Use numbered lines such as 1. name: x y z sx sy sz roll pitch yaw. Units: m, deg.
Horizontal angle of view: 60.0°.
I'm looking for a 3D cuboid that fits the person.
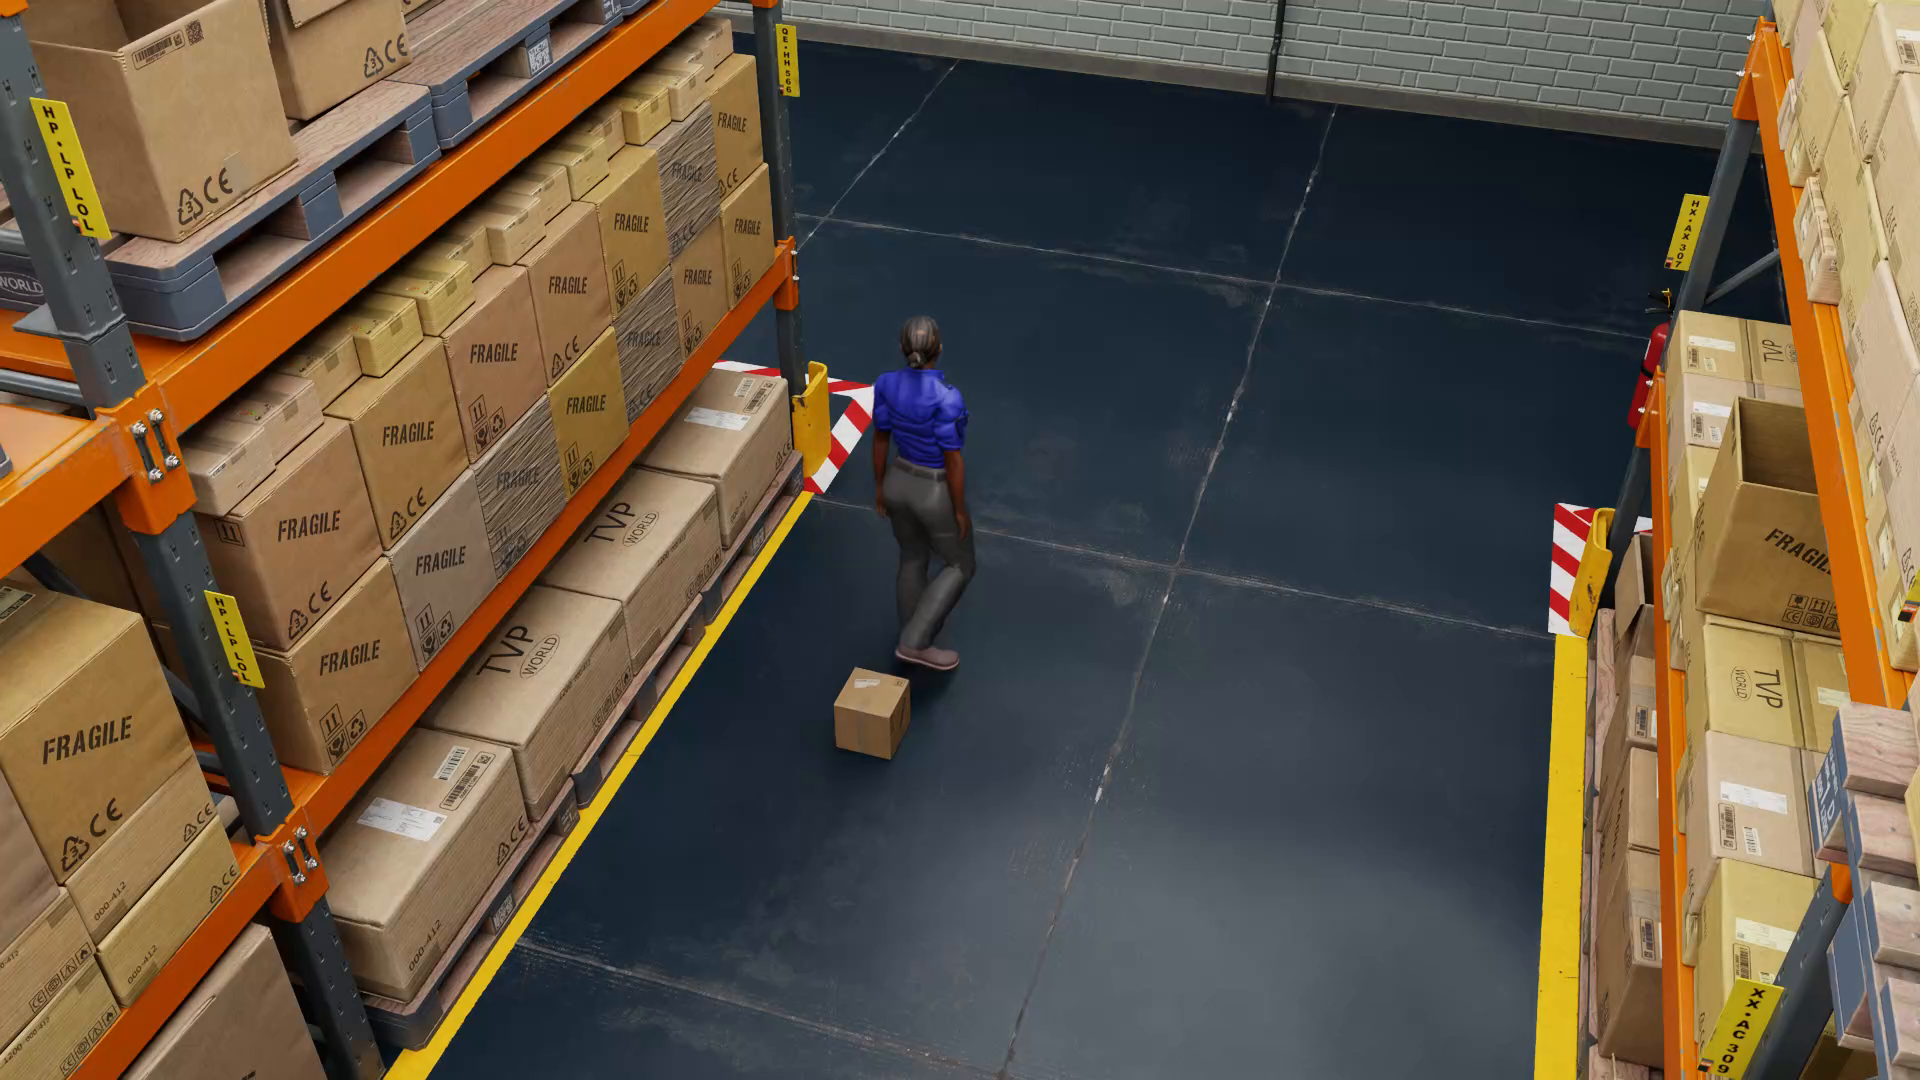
1. person: -0.186 -0.150 7.091 0.522 1.650 0.518 22 42 26
